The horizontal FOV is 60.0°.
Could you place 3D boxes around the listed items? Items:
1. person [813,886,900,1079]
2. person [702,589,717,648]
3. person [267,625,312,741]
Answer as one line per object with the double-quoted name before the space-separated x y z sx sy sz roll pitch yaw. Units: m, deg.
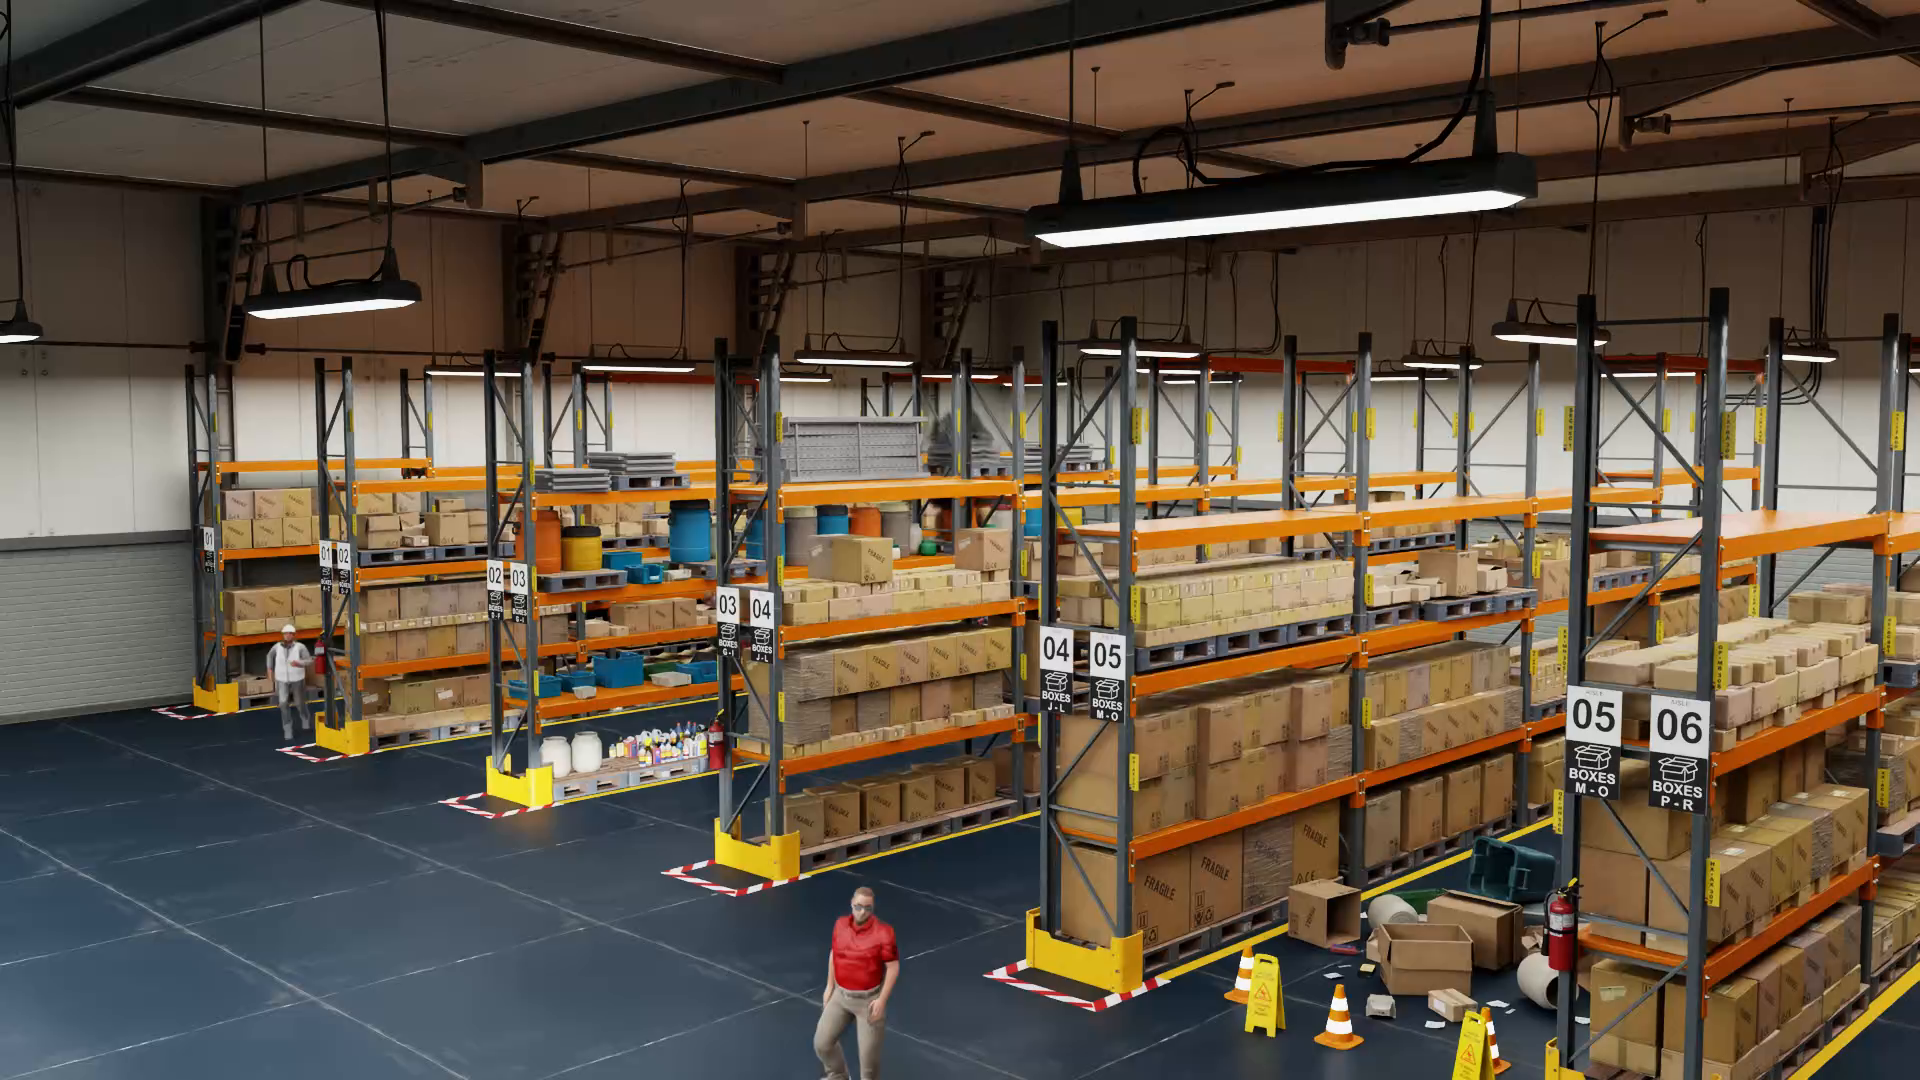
"person" -0.821 3.381 12.234 0.804 1.703 0.601 2 5 22
"person" -4.874 1.746 33.972 0.734 1.636 0.883 2 5 20
"person" -10.700 2.245 26.565 0.708 1.816 0.898 -1 4 -12
